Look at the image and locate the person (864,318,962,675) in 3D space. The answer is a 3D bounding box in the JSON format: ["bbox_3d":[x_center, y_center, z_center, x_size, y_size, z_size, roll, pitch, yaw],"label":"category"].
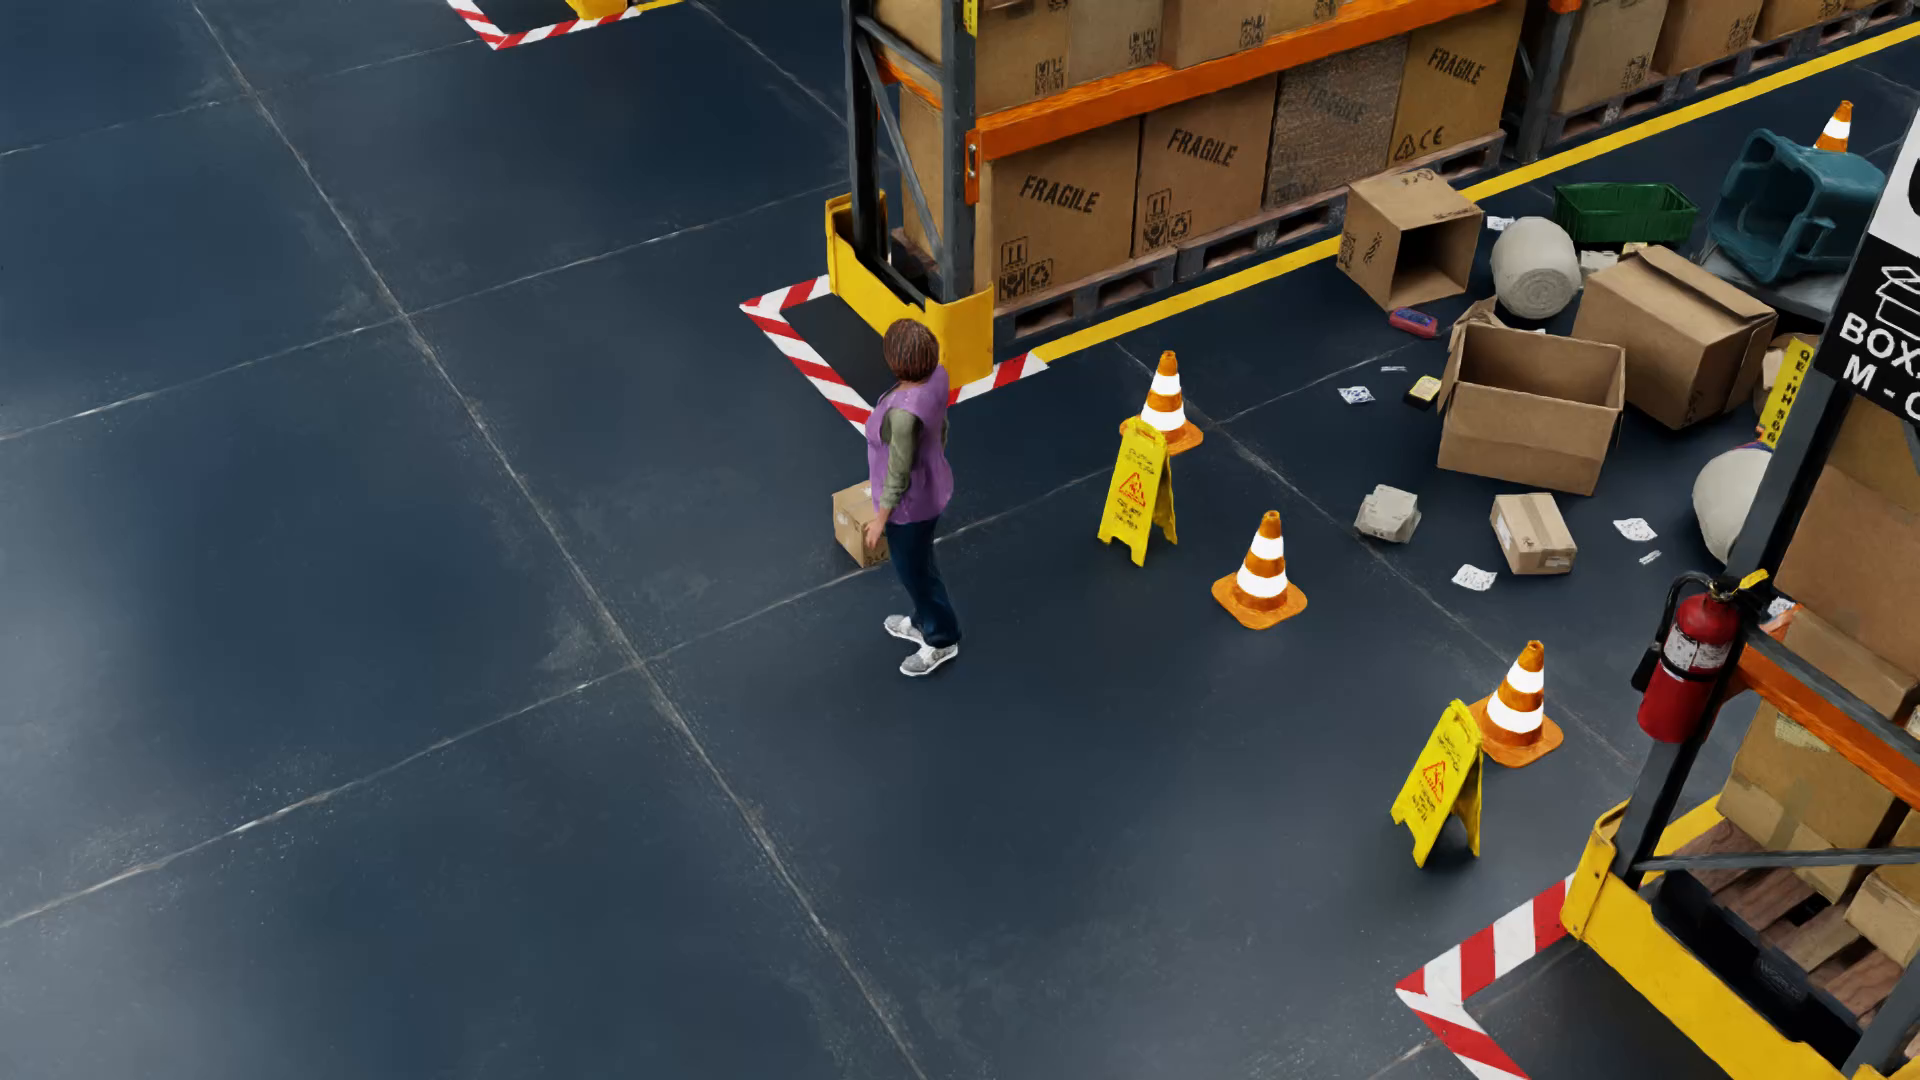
[{"bbox_3d":[-0.169,-0.154,6.318,0.354,1.601,0.442,10,42,12],"label":"person"}]
